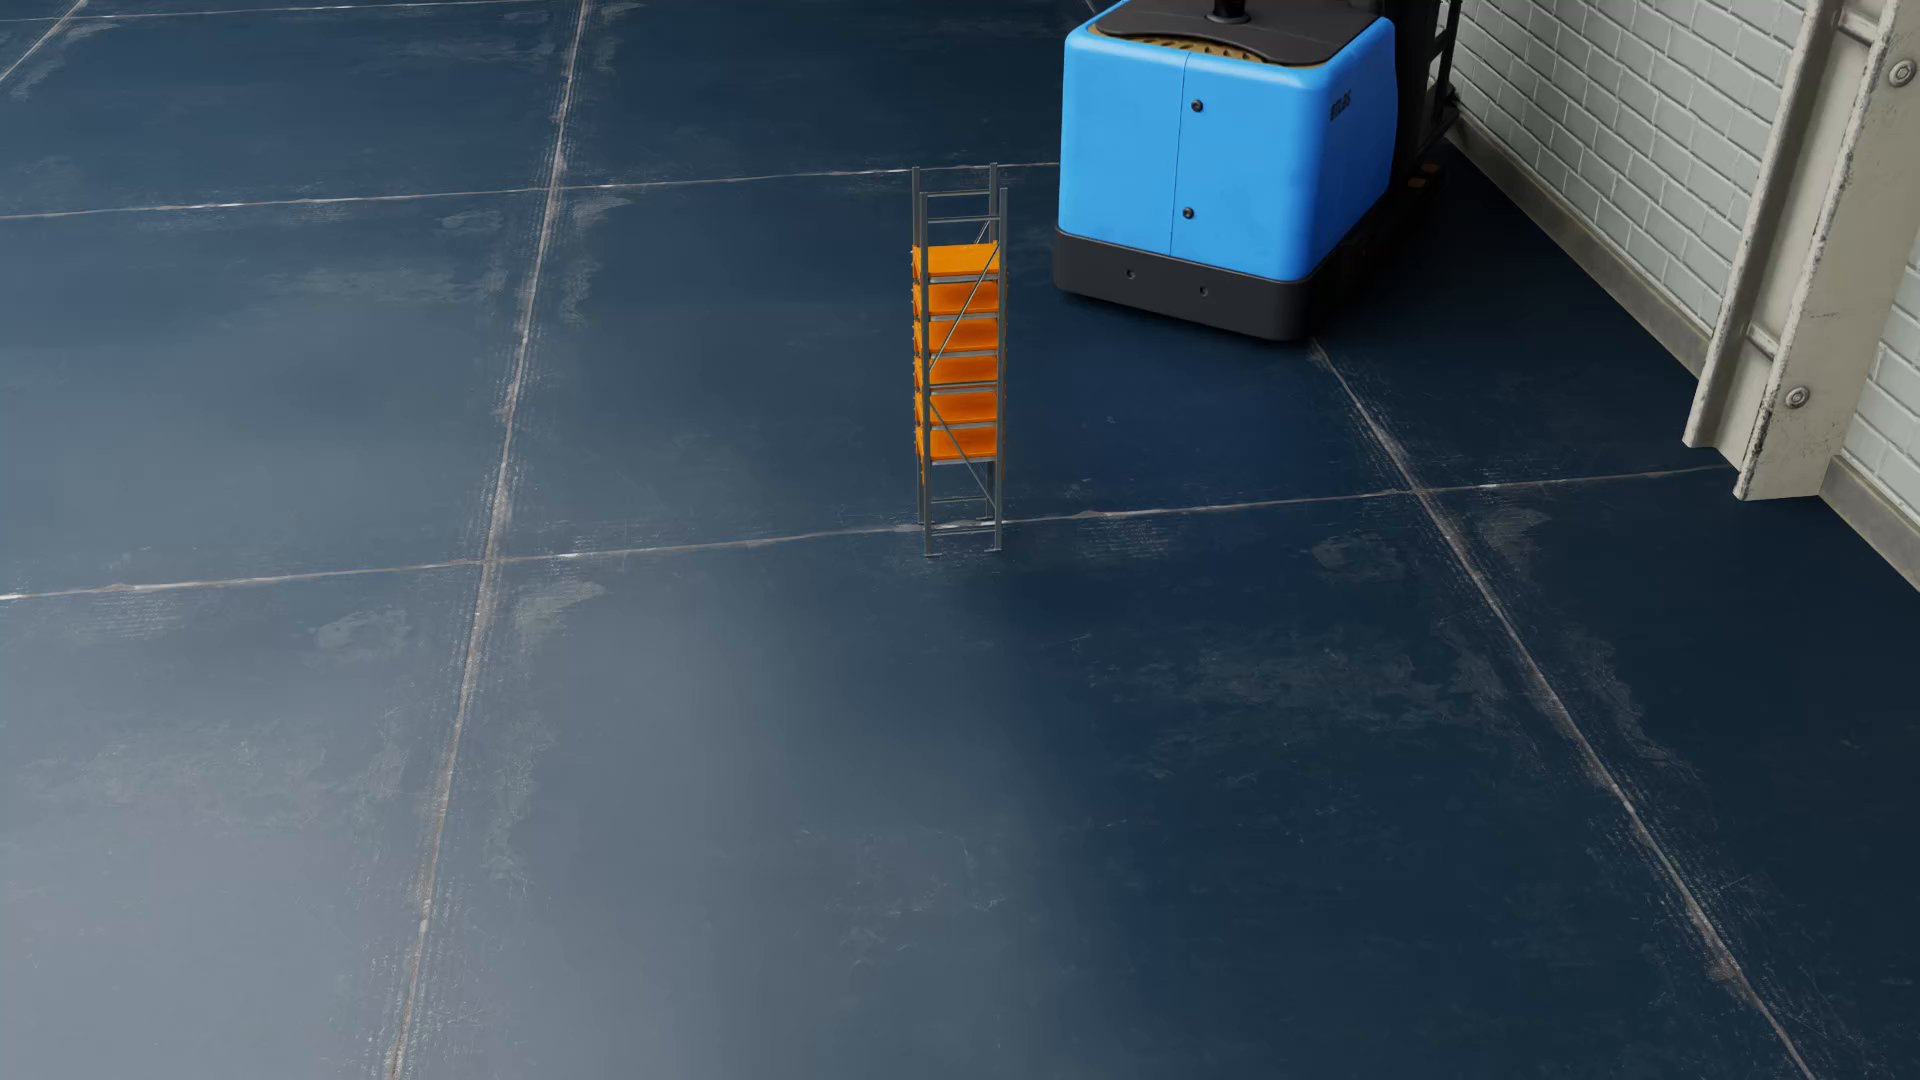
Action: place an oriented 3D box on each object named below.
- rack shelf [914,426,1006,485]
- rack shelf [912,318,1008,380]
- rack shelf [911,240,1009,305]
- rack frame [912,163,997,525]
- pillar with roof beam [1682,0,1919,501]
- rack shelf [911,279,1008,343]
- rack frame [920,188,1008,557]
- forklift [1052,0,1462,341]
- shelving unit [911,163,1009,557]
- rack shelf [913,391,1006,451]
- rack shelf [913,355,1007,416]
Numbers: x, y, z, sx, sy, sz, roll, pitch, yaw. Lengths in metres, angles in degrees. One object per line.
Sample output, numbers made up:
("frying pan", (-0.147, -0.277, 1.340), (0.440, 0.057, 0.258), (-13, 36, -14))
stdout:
("rack shelf", (-0.002, -0.269, 5.084), (0.258, 0.103, 0.180), (-4, 35, -6))
("rack shelf", (-0.002, -0.566, 4.881), (0.258, 0.103, 0.180), (-4, 35, -6))
("rack shelf", (-0.002, -0.765, 4.746), (0.258, 0.103, 0.180), (-4, 35, -6))
("rack frame", (-0.014, -0.555, 4.999), (0.240, 1.200, 0.006), (-4, 35, -6))
("pillar with roof beam", (-1.587, -3.643, 2.605), (9.100, 9.000, 0.400), (-4, 35, -6))
("rack shelf", (-0.002, -0.665, 4.814), (0.258, 0.103, 0.180), (-4, 35, -6))
("rack frame", (0.010, -0.453, 4.849), (0.240, 1.200, 0.006), (-4, 35, -6))
("forklift", (1.533, -2.759, 6.696), (1.130, 2.935, 3.031), (18, 38, 24))
("shelving unit", (-0.002, -0.504, 4.924), (0.258, 1.200, 0.189), (-4, 35, -6))
("rack shelf", (-0.002, -0.368, 5.017), (0.258, 0.103, 0.180), (-4, 35, -6))
("rack shelf", (-0.002, -0.467, 4.949), (0.258, 0.103, 0.180), (-4, 35, -6))
